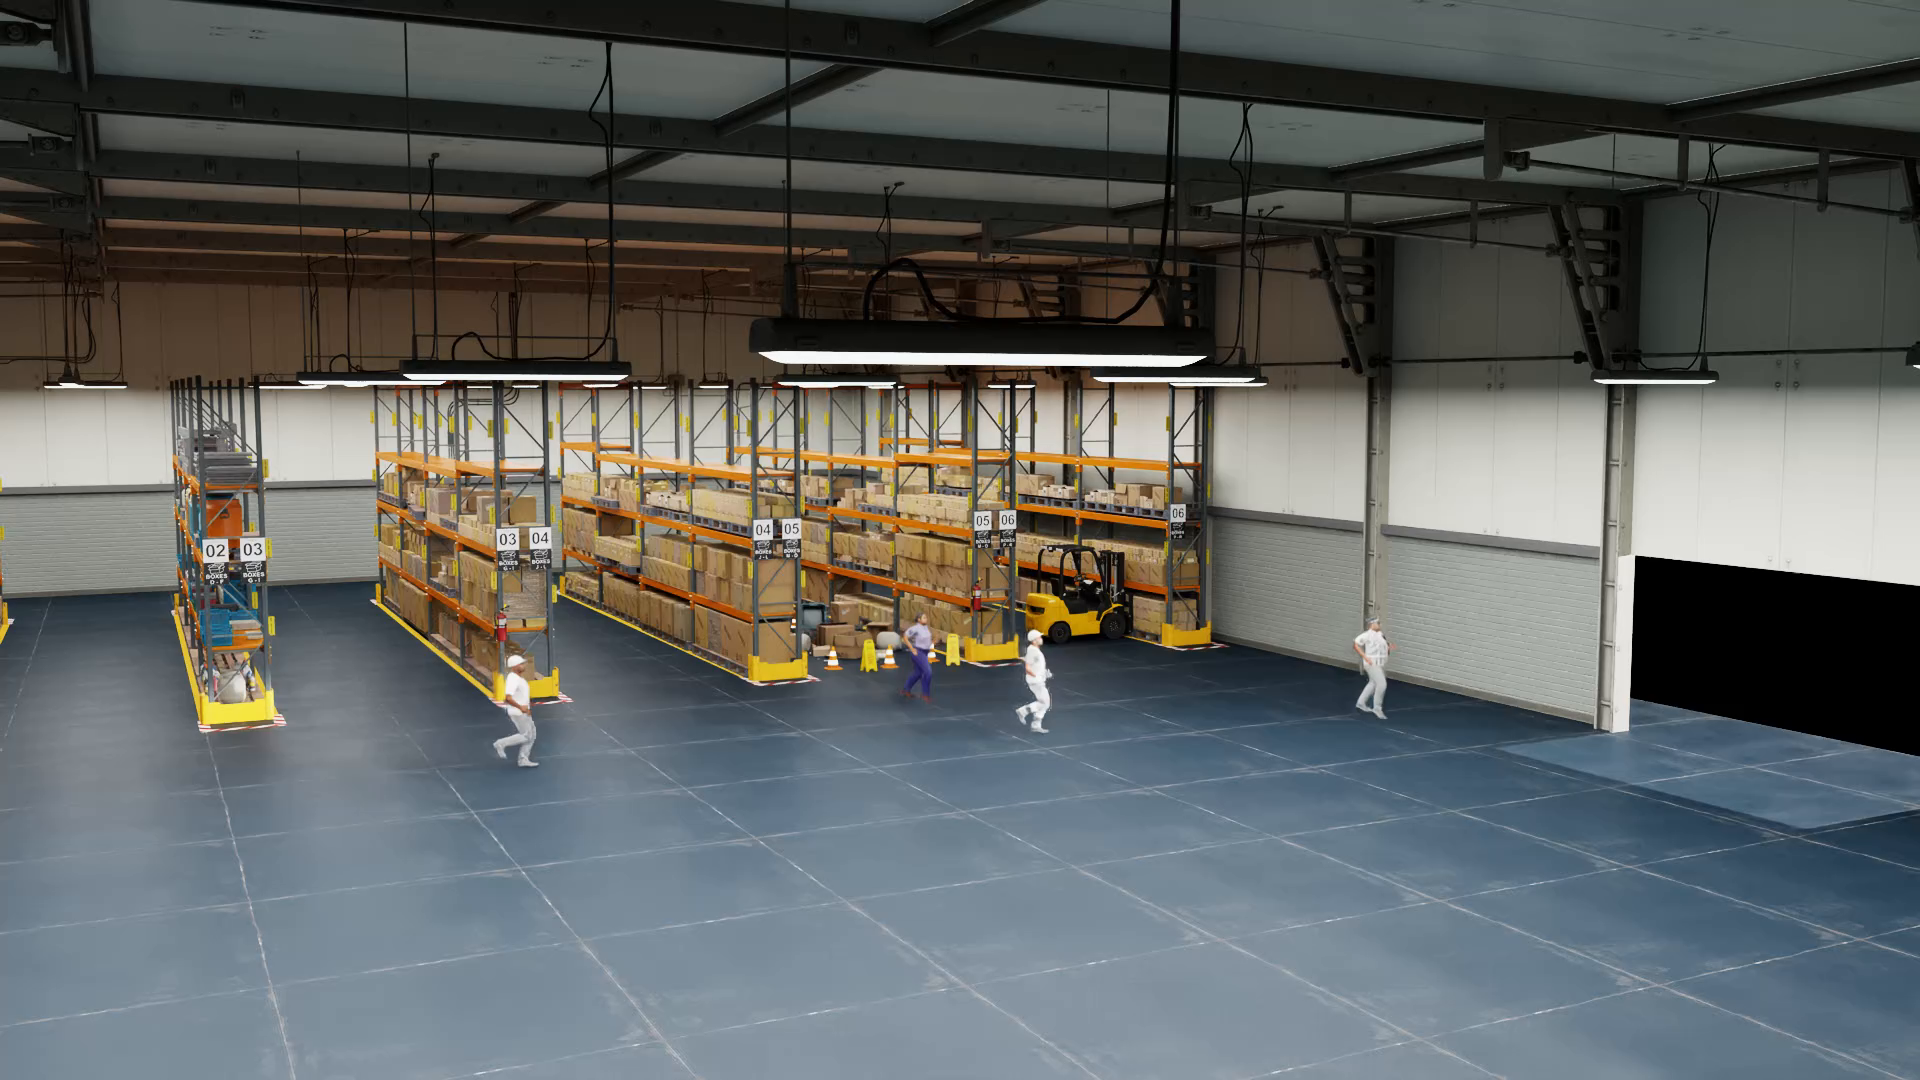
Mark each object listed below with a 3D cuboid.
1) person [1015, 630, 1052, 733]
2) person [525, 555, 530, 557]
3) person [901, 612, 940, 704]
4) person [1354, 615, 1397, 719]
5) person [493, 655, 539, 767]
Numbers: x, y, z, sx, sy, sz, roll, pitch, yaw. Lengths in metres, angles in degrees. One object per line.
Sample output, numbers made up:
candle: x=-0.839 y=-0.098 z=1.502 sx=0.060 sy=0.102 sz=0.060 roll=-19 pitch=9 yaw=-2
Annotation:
person: x=1.239 y=2.379 z=27.936 sx=0.605 sy=1.743 sz=0.657 roll=0 pitch=5 yaw=4
person: x=-12.289 y=0.792 z=46.418 sx=0.617 sy=1.714 sz=0.775 roll=-1 pitch=5 yaw=-15
person: x=-0.744 y=2.181 z=30.749 sx=0.755 sy=1.713 sz=0.587 roll=2 pitch=5 yaw=19
person: x=7.327 y=2.238 z=29.355 sx=0.745 sy=1.851 sz=0.639 roll=4 pitch=6 yaw=36
person: x=-6.776 y=2.614 z=25.362 sx=0.661 sy=1.725 sz=0.701 roll=-1 pitch=5 yaw=-8
